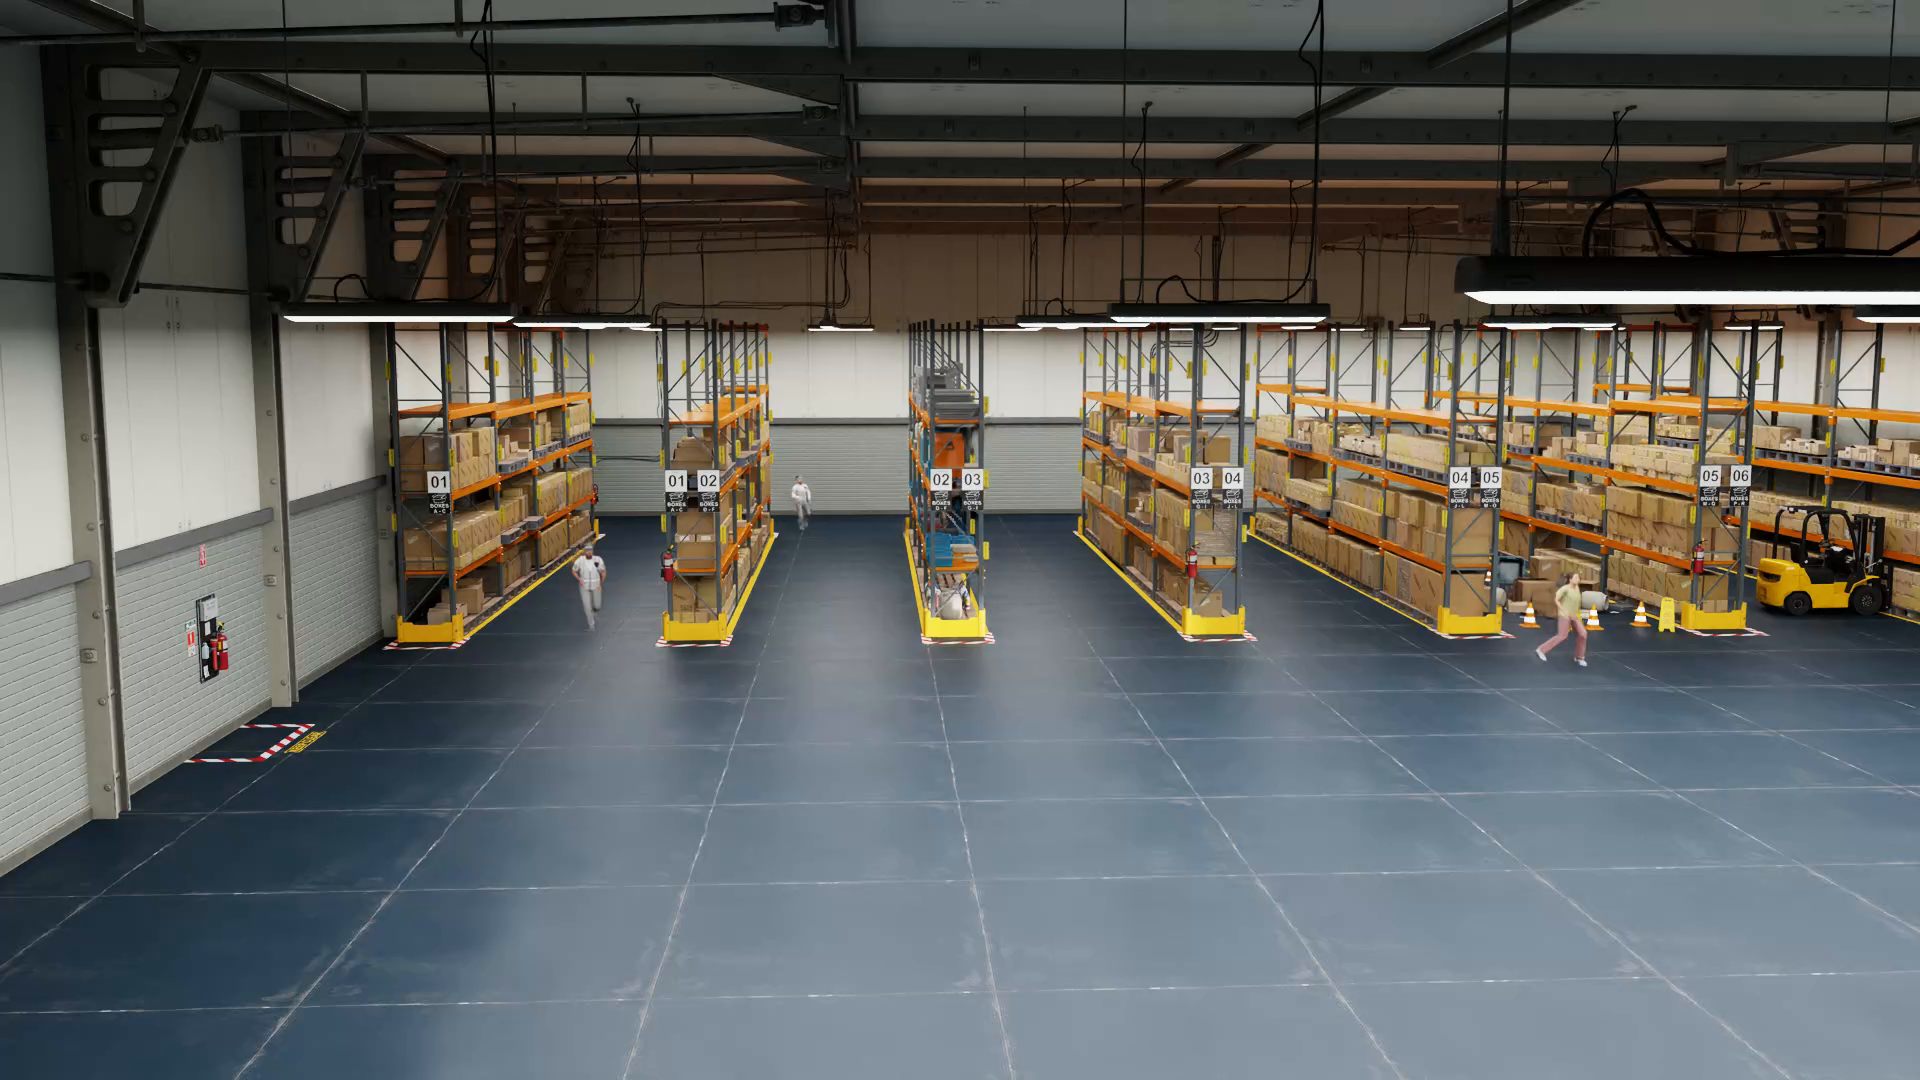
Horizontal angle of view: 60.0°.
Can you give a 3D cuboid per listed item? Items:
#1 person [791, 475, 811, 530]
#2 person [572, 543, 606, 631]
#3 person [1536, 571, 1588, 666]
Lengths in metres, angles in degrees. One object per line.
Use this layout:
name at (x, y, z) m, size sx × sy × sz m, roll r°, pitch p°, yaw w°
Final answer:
person at (-4.617, -1.101, 48.634) m, size 0.641 × 1.632 × 0.513 m, roll -3°, pitch 8°, yaw -23°
person at (-7.184, 0.896, 32.256) m, size 0.650 × 1.730 × 0.620 m, roll -2°, pitch 7°, yaw -15°
person at (10.547, 1.363, 28.942) m, size 0.805 × 1.665 × 0.718 m, roll -5°, pitch 9°, yaw -36°
